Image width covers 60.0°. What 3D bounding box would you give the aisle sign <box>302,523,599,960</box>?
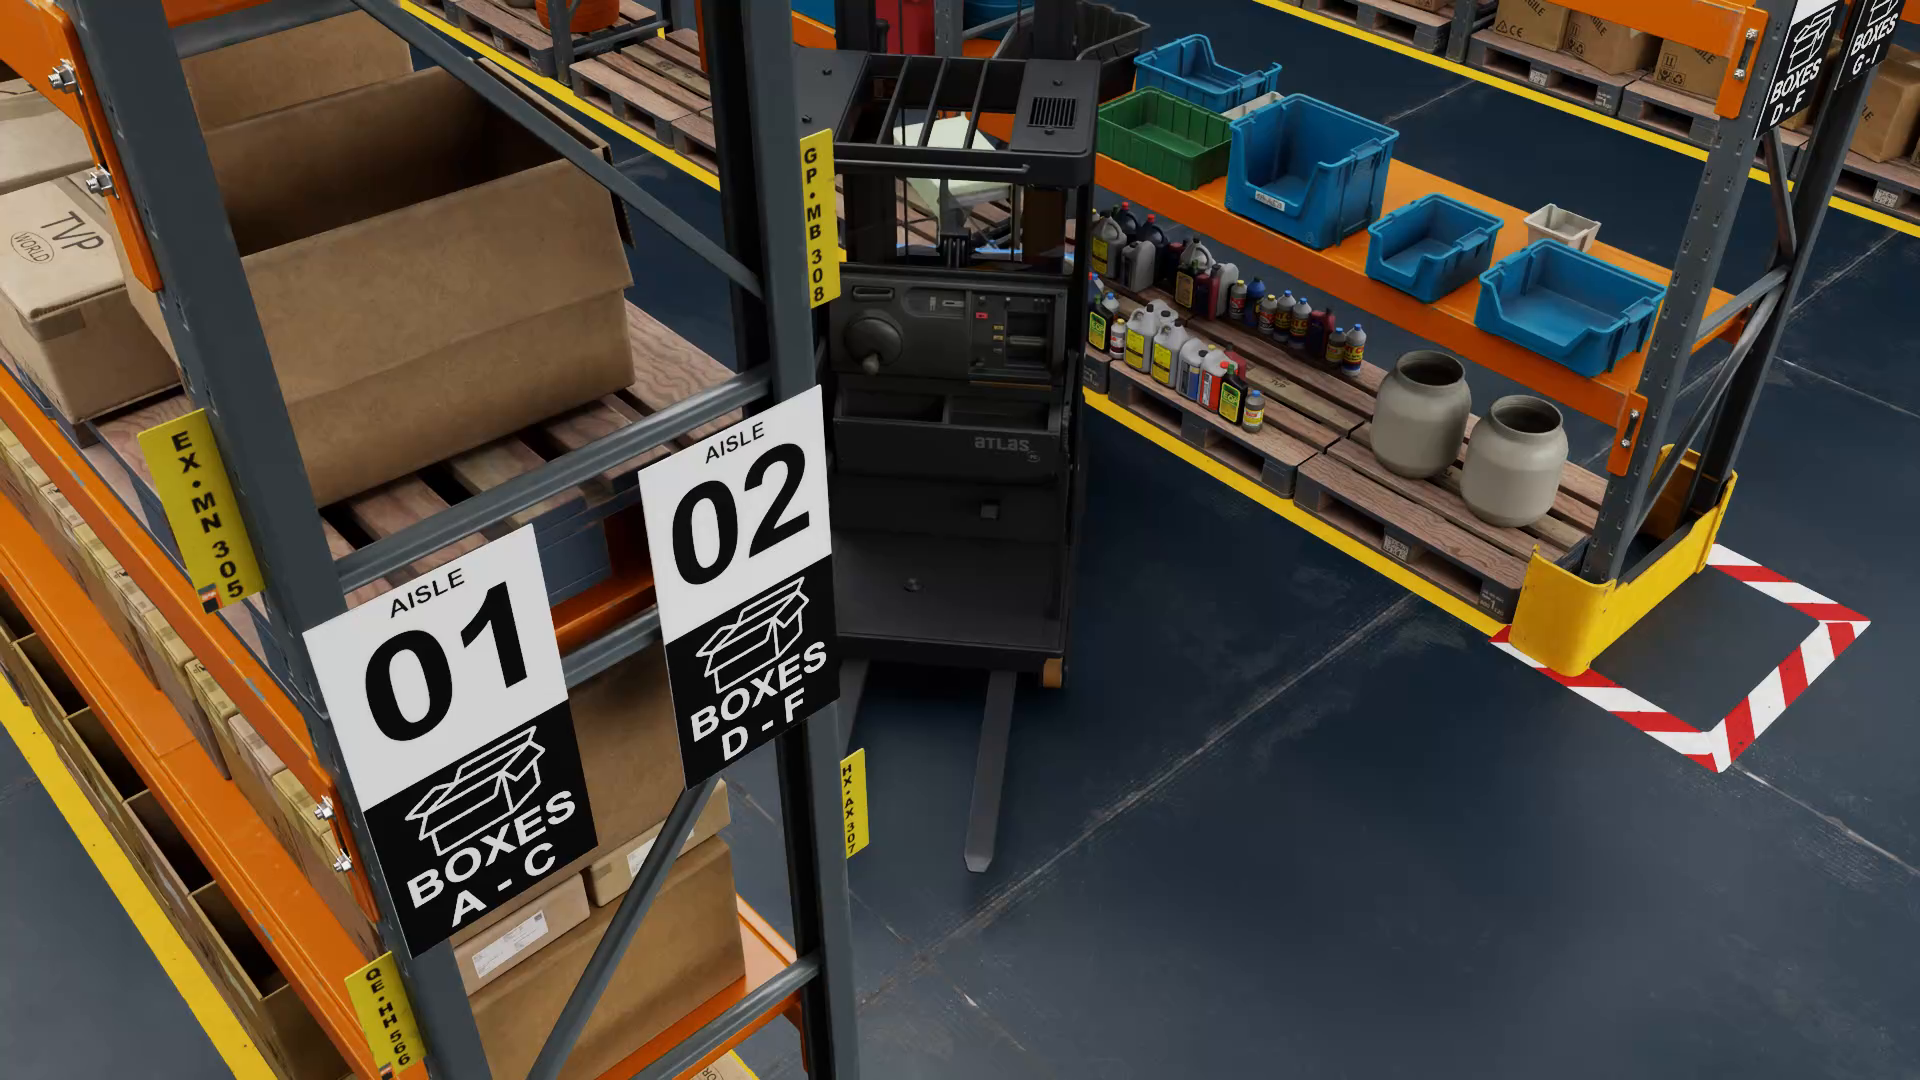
[{"bbox_3d":[-0.840,0.363,2.844,0.394,0.787,0.004,-30,48,-32],"label":"aisle sign"}]

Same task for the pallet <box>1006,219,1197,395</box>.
[{"bbox_3d":[0.701,-1.321,9.218,1.003,0.211,1.213,-30,48,-32],"label":"pallet"}]

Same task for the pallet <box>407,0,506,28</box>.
[{"bbox_3d":[-3.813,-4.413,13.046,1.003,0.211,1.213,-30,48,-32],"label":"pallet"}]

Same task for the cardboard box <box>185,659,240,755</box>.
[{"bbox_3d":[-1.765,0.355,4.327,0.380,0.149,0.250,-28,47,-31],"label":"cardboard box"}]

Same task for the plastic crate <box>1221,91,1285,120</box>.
[{"bbox_3d":[1.562,-1.988,8.035,0.530,0.136,0.437,-30,48,-32],"label":"plastic crate"}]

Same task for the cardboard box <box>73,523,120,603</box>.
[{"bbox_3d":[-2.285,-0.001,4.768,0.380,0.149,0.250,-30,48,-32],"label":"cardboard box"}]

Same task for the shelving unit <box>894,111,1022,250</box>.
[{"bbox_3d":[-0.038,-1.447,8.348,0.431,1.500,0.755,-14,41,-17],"label":"shelving unit"}]

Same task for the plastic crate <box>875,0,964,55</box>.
[{"bbox_3d":[-0.276,-2.854,8.845,0.402,0.464,0.583,-30,48,-32],"label":"plastic crate"}]

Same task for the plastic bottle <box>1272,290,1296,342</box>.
[{"bbox_3d":[1.686,-1.170,8.632,0.097,0.271,0.097,0,39,0],"label":"plastic bottle"}]

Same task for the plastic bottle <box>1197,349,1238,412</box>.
[{"bbox_3d":[1.267,-0.787,8.155,0.152,0.276,0.135,-30,47,-31],"label":"plastic bottle"}]

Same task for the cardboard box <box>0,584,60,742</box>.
[{"bbox_3d":[-3.291,0.331,6.211,0.500,0.500,0.500,-30,48,-32],"label":"cardboard box"}]

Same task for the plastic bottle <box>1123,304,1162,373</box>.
[{"bbox_3d":[0.933,-1.041,8.410,0.144,0.351,0.185,-30,48,-32],"label":"plastic bottle"}]

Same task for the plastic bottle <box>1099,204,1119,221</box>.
[{"bbox_3d":[0.846,-1.767,9.362,0.061,0.283,0.133,-28,46,-30],"label":"plastic bottle"}]

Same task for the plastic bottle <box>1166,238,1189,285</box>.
[{"bbox_3d":[1.196,-1.527,9.065,0.061,0.283,0.133,-27,46,-29],"label":"plastic bottle"}]

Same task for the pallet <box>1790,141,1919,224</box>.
[{"bbox_3d":[6.056,-2.330,10.467,1.003,0.211,1.213,-30,48,-32],"label":"pallet"}]

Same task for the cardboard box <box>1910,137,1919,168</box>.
[{"bbox_3d":[6.221,-2.475,10.083,0.500,0.500,0.500,-21,44,-24],"label":"cardboard box"}]

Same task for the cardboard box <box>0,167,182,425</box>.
[{"bbox_3d":[-1.642,-0.528,3.302,0.500,0.250,0.500,-30,48,-32],"label":"cardboard box"}]

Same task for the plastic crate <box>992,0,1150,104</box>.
[{"bbox_3d":[0.538,-2.414,8.401,0.767,0.338,0.504,-30,48,-32],"label":"plastic crate"}]

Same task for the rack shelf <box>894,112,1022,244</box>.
[{"bbox_3d":[-0.038,-1.751,8.103,0.431,0.370,0.720,-14,41,-17],"label":"rack shelf"}]

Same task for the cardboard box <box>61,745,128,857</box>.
[{"bbox_3d":[-2.949,0.852,6.162,0.500,0.250,0.500,-30,48,-32],"label":"cardboard box"}]

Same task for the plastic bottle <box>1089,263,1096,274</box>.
[{"bbox_3d":[0.624,-1.387,8.838,0.144,0.351,0.185,-30,48,-32],"label":"plastic bottle"}]

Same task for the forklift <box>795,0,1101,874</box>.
[{"bbox_3d":[-0.072,-0.749,6.345,1.130,2.935,3.031,4,39,5],"label":"forklift"}]

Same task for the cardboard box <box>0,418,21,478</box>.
[{"bbox_3d":[-2.811,-0.361,5.213,0.380,0.149,0.250,-30,48,-32],"label":"cardboard box"}]

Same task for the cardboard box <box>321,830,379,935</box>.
[{"bbox_3d":[-1.245,0.712,3.885,0.380,0.149,0.250,-29,47,-31],"label":"cardboard box"}]

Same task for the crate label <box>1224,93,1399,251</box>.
[{"bbox_3d":[1.539,-1.634,7.358,0.502,0.435,0.616,-30,48,-32],"label":"crate label"}]

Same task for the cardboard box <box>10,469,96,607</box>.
[{"bbox_3d":[-2.708,-0.226,5.564,0.700,0.500,0.500,-30,48,-32],"label":"cardboard box"}]

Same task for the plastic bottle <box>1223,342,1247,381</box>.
[{"bbox_3d":[1.345,-0.835,8.209,0.061,0.283,0.133,-30,48,-32],"label":"plastic bottle"}]

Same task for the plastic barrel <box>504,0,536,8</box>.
[{"bbox_3d":[-3.219,-4.224,12.239,0.421,0.512,0.421,0,39,0],"label":"plastic barrel"}]

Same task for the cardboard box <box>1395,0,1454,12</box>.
[{"bbox_3d":[3.526,-4.332,12.365,0.500,0.500,0.700,30,48,32],"label":"cardboard box"}]

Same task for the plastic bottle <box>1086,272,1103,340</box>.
[{"bbox_3d":[0.645,-1.238,8.654,0.185,0.351,0.144,32,49,33],"label":"plastic bottle"}]

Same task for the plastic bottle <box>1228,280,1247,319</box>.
[{"bbox_3d":[1.480,-1.284,8.829,0.097,0.201,0.097,0,39,0],"label":"plastic bottle"}]

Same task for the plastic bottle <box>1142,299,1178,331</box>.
[{"bbox_3d":[1.025,-1.087,8.526,0.152,0.276,0.135,-30,48,-32],"label":"plastic bottle"}]

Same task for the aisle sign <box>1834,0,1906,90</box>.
[{"bbox_3d":[3.247,-1.986,5.753,0.394,0.787,0.004,-30,48,-32],"label":"aisle sign"}]

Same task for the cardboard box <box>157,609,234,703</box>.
[{"bbox_3d":[-1.712,-0.044,4.305,0.700,0.500,0.500,-30,48,-32],"label":"cardboard box"}]

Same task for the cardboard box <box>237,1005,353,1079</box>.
[{"bbox_3d":[-1.935,1.546,5.302,0.500,0.250,0.500,-30,48,-32],"label":"cardboard box"}]

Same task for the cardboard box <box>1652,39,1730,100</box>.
[{"bbox_3d":[5.037,-3.313,11.119,0.500,0.500,0.500,30,48,32],"label":"cardboard box"}]

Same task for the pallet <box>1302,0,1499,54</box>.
[{"bbox_3d":[3.398,-4.114,12.676,1.003,0.211,1.213,-30,48,-32],"label":"pallet"}]

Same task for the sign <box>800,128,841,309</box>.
[{"bbox_3d":[-0.256,-0.551,2.899,0.100,0.325,0.005,-30,48,-32],"label":"sign"}]

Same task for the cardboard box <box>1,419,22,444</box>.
[{"bbox_3d":[-2.726,-0.739,5.166,0.700,0.500,0.500,-30,48,-32],"label":"cardboard box"}]

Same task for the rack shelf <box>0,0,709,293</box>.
[{"bbox_3d":[-2.021,-1.604,3.465,1.077,0.370,4.000,-30,48,-32],"label":"rack shelf"}]

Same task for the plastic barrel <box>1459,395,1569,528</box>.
[{"bbox_3d":[2.481,-0.351,7.443,0.421,0.512,0.421,0,39,0],"label":"plastic barrel"}]

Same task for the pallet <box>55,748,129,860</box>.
[{"bbox_3d":[-2.867,0.839,6.543,1.003,0.211,1.213,-30,48,-32],"label":"pallet"}]

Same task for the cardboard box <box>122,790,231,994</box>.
[{"bbox_3d":[-2.275,1.024,5.352,0.500,0.500,0.500,-30,48,-32],"label":"cardboard box"}]

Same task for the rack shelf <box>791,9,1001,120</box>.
[{"bbox_3d":[-1.075,-3.381,10.121,1.077,0.370,4.000,-30,48,-32],"label":"rack shelf"}]

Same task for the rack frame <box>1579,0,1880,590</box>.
[{"bbox_3d":[2.983,-0.884,6.457,1.000,3.000,0.127,-30,48,-32],"label":"rack frame"}]

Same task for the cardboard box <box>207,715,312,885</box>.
[{"bbox_3d":[-1.665,0.486,4.681,0.700,0.500,0.500,-30,47,-31],"label":"cardboard box"}]

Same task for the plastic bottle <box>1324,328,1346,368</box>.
[{"bbox_3d":[1.916,-0.986,8.460,0.097,0.201,0.097,0,39,0],"label":"plastic bottle"}]

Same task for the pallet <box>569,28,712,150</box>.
[{"bbox_3d":[-1.933,-3.126,11.453,1.003,0.211,1.213,-30,48,-32],"label":"pallet"}]

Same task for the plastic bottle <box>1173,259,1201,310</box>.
[{"bbox_3d":[1.215,-1.380,8.883,0.061,0.283,0.133,-30,48,-32],"label":"plastic bottle"}]

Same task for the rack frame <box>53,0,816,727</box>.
[{"bbox_3d":[-0.668,-1.114,1.968,1.000,3.000,0.127,-30,48,-32],"label":"rack frame"}]
